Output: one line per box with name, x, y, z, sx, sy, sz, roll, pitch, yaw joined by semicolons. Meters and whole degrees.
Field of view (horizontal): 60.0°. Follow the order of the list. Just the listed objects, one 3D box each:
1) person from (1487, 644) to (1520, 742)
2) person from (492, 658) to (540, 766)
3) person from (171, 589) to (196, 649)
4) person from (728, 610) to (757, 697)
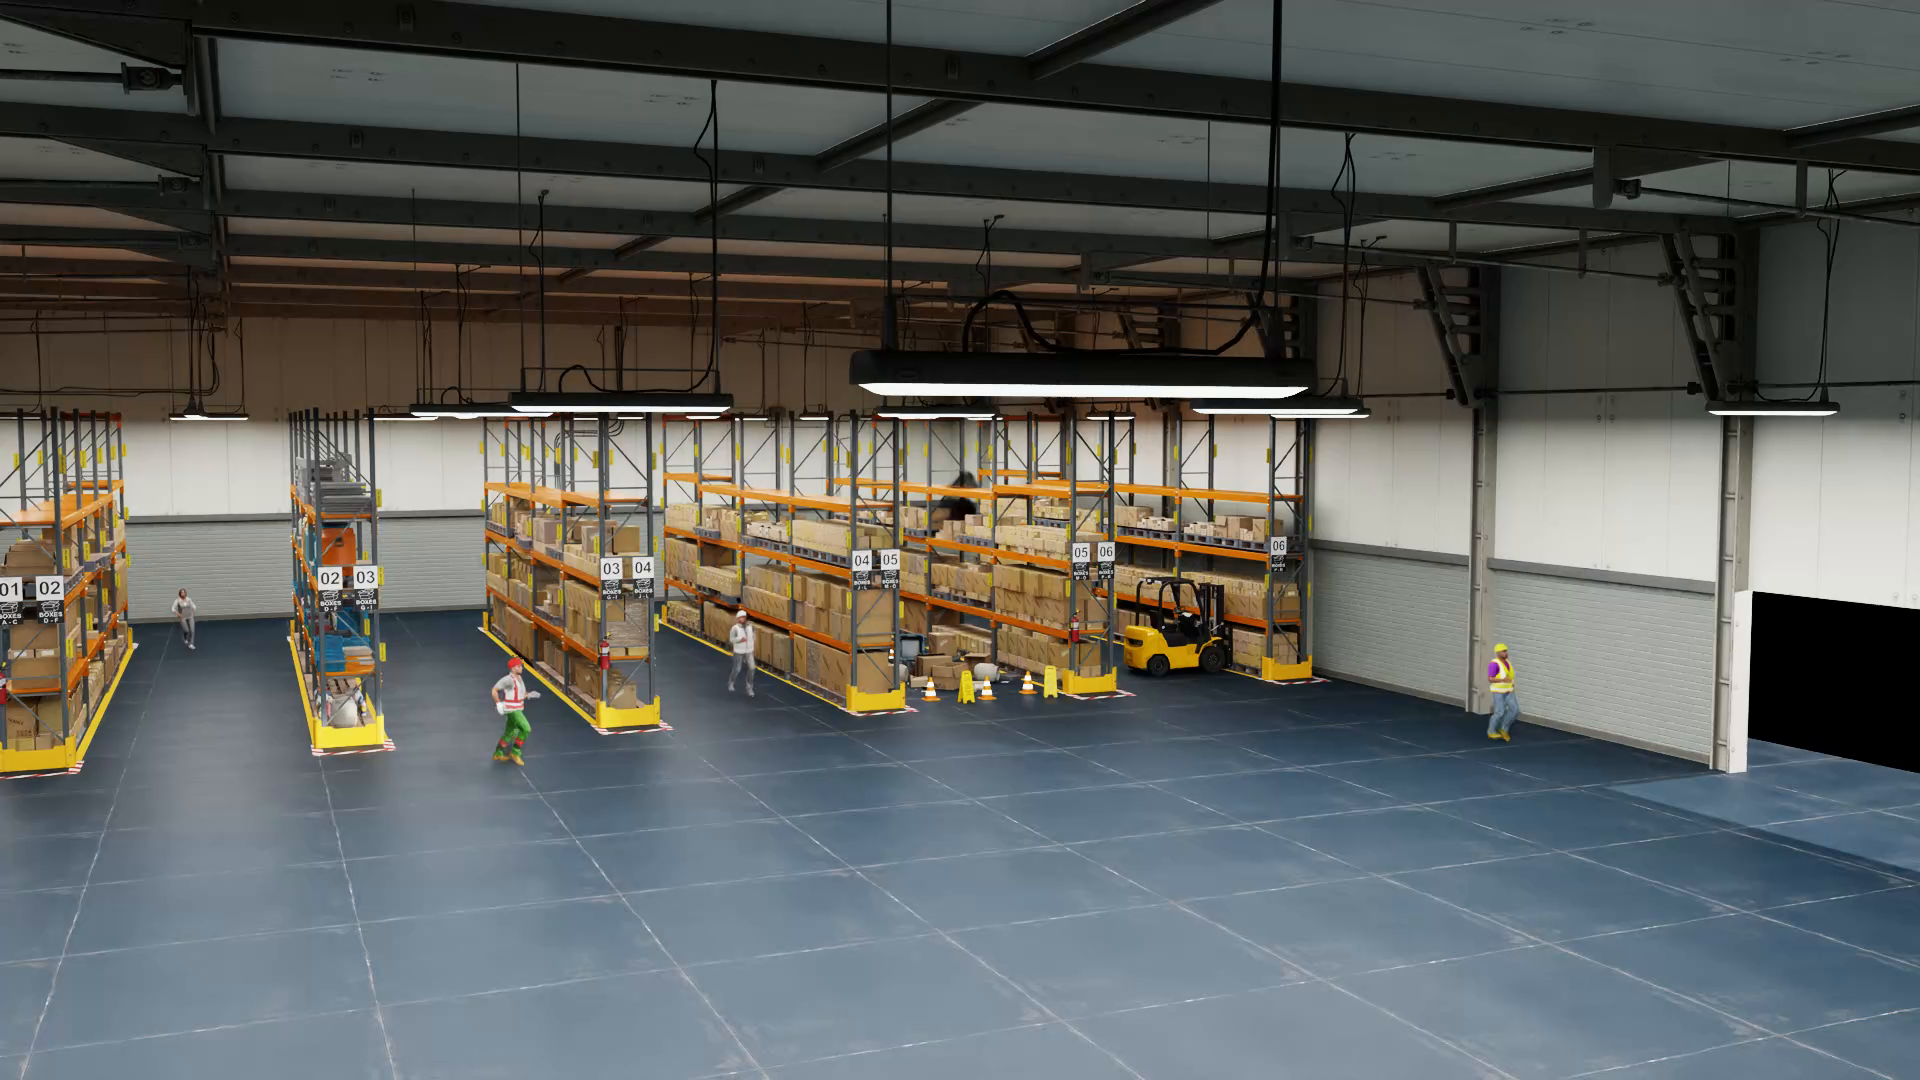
person;9.788;2.756;29.903;0.676;1.783;0.661;-2;5;-29
person;-7.453;2.880;27.853;0.822;1.812;0.643;0;4;4
person;-19.639;2.005;42.145;0.553;1.545;0.569;-4;5;-42
person;-4.589;2.383;35.107;0.663;1.822;0.902;-2;5;-28
